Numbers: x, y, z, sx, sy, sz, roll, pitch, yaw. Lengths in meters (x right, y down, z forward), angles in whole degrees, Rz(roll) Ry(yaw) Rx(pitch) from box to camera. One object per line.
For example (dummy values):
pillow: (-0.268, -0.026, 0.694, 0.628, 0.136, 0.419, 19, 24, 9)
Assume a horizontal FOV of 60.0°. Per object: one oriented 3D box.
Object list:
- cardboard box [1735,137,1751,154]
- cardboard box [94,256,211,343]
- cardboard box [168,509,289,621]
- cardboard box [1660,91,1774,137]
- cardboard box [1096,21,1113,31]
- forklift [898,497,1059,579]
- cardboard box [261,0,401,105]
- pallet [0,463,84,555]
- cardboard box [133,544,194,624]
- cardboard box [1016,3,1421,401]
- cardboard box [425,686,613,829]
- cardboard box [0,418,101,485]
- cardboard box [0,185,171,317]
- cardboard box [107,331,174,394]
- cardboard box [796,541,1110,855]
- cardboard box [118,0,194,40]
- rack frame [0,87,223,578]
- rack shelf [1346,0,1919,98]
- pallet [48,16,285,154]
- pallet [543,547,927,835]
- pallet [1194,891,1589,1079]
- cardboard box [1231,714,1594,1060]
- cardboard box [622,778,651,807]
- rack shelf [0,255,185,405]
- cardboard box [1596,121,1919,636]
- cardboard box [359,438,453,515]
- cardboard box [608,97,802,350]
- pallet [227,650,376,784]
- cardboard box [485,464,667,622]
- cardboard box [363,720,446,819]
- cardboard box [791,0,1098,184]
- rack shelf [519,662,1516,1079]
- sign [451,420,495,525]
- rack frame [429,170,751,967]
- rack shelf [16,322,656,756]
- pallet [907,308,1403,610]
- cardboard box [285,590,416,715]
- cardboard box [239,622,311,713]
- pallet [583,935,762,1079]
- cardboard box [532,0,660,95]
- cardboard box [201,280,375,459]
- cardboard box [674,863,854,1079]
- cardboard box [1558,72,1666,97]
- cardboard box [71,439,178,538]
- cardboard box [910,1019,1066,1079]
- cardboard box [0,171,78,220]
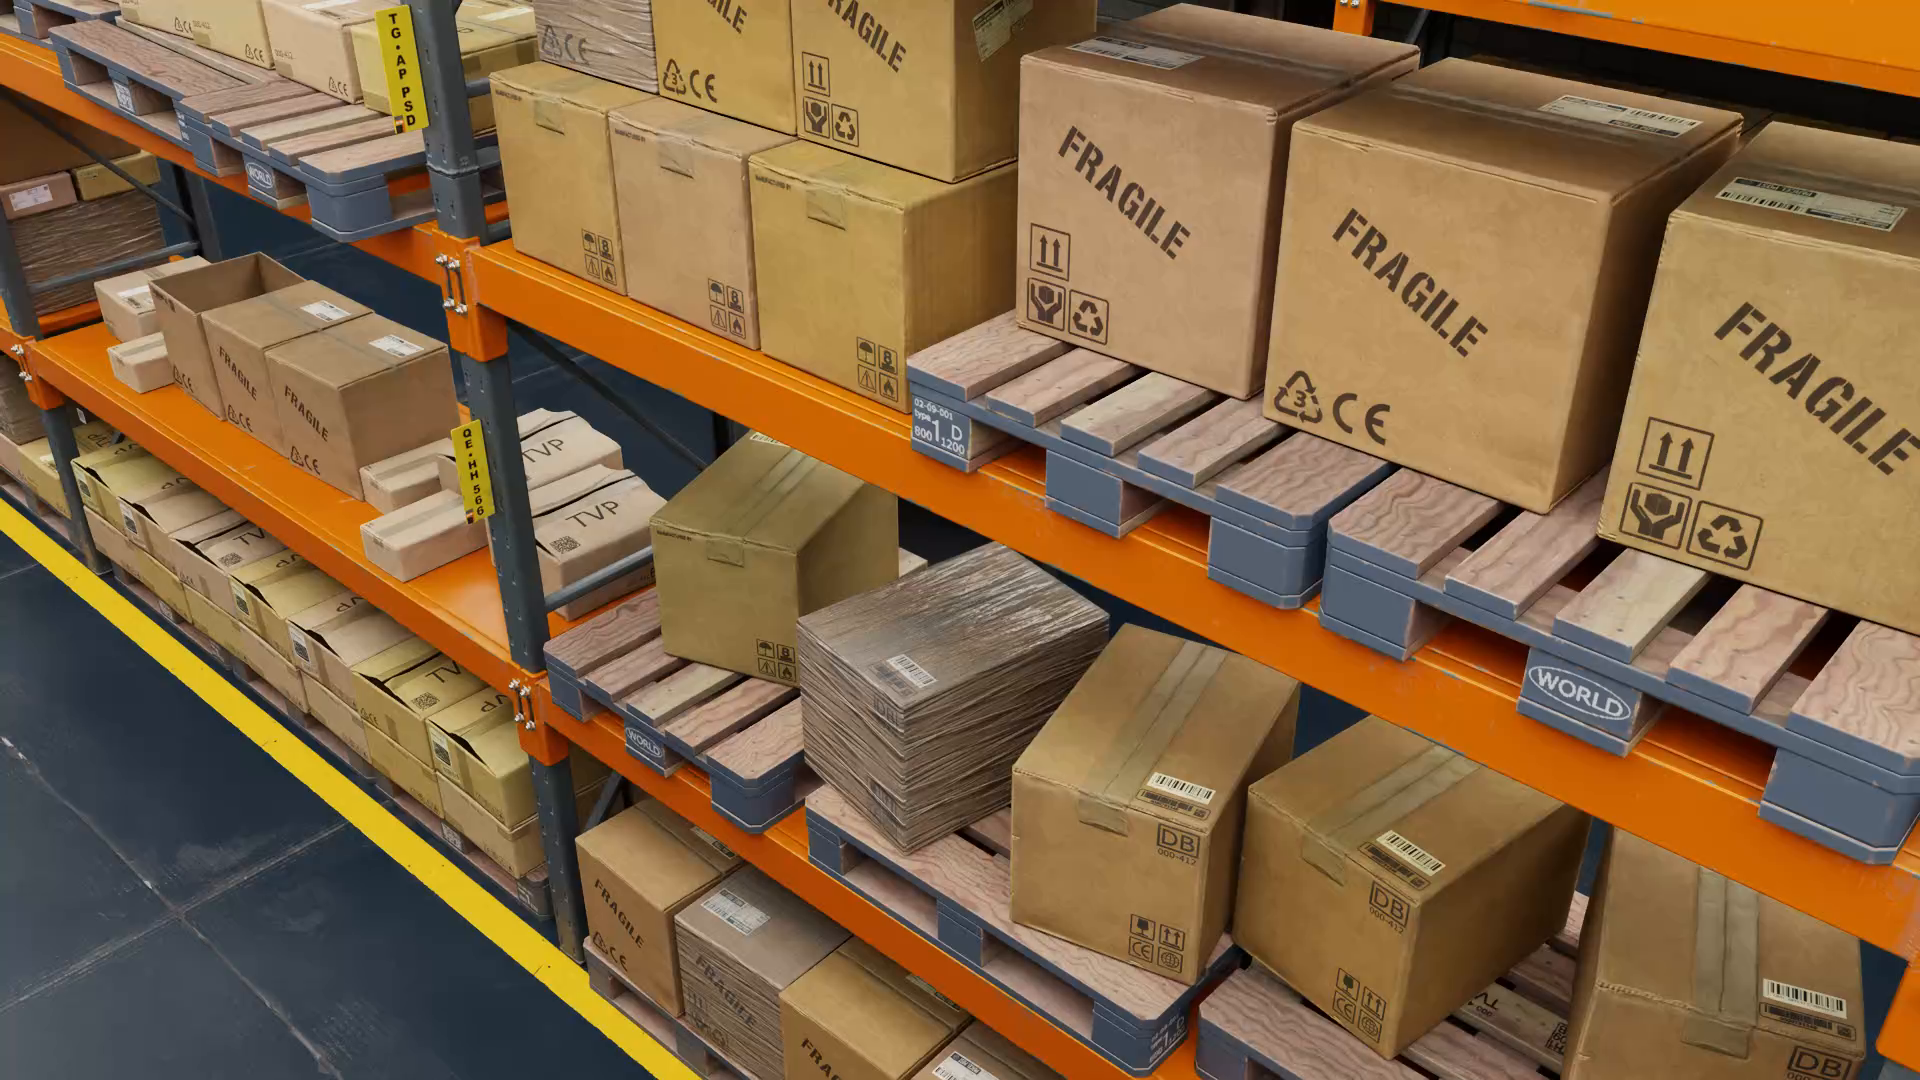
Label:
cardboard box: (3.530, -1.531, 7.252, 0.500, 0.250, 0.500, 24, 39, 34)
cardboard box: (-3.681, -1.089, 7.795, 0.500, 0.250, 0.500, -27, 40, -37)
cardboard box: (-3.184, 0.043, 7.485, 0.500, 0.311, 0.500, 24, 38, 34)
cardboard box: (3.481, -1.901, 7.867, 0.500, 0.250, 0.500, 24, 38, 34)
cardboard box: (0.519, -2.832, 10.023, 0.700, 0.500, 0.500, -23, 38, -33)
forklift: (-0.105, -0.905, 7.411, 1.130, 2.935, 3.031, 4, 31, 7)
cardboard box: (-1.885, -1.633, 5.384, 0.500, 0.250, 0.500, 26, 40, 36)
pallet: (-4.637, -0.403, 9.215, 1.213, 0.211, 1.003, 25, 39, 35)
cardboard box: (-3.565, 0.103, 7.929, 0.500, 0.250, 0.500, 26, 40, 36)
cardboard box: (0.541, -0.752, 3.581, 0.600, 0.600, 0.600, 23, 38, 33)
cardboard box: (-1.664, 0.748, 6.313, 0.500, 0.311, 0.500, 26, 40, 36)
cardboard box: (-4.930, -0.562, 9.034, 0.500, 0.250, 0.500, 25, 39, 35)
cardboard box: (-4.409, -1.501, 8.237, 0.500, 0.500, 0.700, 24, 38, 34)
cardboard box: (-3.556, -0.814, 7.438, 0.250, 0.149, 0.380, 25, 39, 35)
cardboard box: (-0.017, 0.419, 4.641, 0.700, 0.500, 0.500, -21, 37, -31)
cardboard box: (-2.699, -2.022, 6.031, 0.500, 0.250, 0.500, 21, 37, 31)
rack frame: (-4.076, -1.307, 8.012, 0.127, 3.000, 1.000, 25, 39, 35)
rack shelf: (3.694, -2.103, 7.123, 4.000, 0.370, 1.077, 25, 39, 35)
pallet: (-2.504, -1.713, 5.962, 1.213, 0.211, 1.003, 27, 40, 37)
pallet: (-0.560, 0.368, 5.417, 1.003, 0.211, 1.213, 25, 39, 35)
pallet: (1.336, 1.226, 3.991, 1.213, 0.211, 1.003, 25, 39, 35)
cardboard box: (1.102, 0.776, 4.048, 0.700, 0.500, 0.500, -22, 38, -32)
cardboard box: (-1.301, 0.782, 6.801, 0.500, 0.250, 0.500, 25, 39, 35)
rack shelf: (-5.559, -1.691, 9.347, 4.000, 0.370, 1.077, 25, 39, 35)
cardboard box: (1.532, -0.291, 2.816, 0.600, 0.600, 0.600, 21, 37, 31)
cardboard box: (-2.093, -0.234, 6.475, 0.380, 0.149, 0.250, -26, 40, -36)
cardboard box: (-0.386, -0.936, 4.390, 0.500, 0.500, 0.910, 25, 39, 35)
pallet: (-2.595, 0.550, 7.631, 1.213, 0.211, 1.003, 25, 39, 35)
cardboard box: (-1.350, -0.027, 5.972, 0.500, 0.311, 0.500, -27, 40, -37)
cardboard box: (-2.048, 0.810, 6.755, 0.500, 0.250, 0.500, 25, 39, 35)
cardboard box: (-0.035, -1.172, 3.814, 0.500, 0.500, 0.500, 25, 39, 35)
rack shelf: (0.373, 1.078, 4.748, 4.000, 0.370, 1.077, 25, 39, 35)
sign: (-1.480, -0.205, 5.059, 0.005, 0.325, 0.100, 25, 39, 35)
rack frame: (-1.110, 0.078, 5.712, 0.127, 3.000, 1.000, 25, 39, 35)
rack shelf: (-2.593, -0.306, 7.048, 4.000, 0.370, 1.077, 25, 39, 35)
pallet: (0.648, -0.353, 3.701, 1.003, 0.211, 1.213, 25, 39, 35)
cardboard box: (-2.426, 0.395, 6.900, 0.500, 0.311, 0.500, 25, 39, 35)
cardboard box: (-2.802, 0.458, 7.340, 0.500, 0.250, 0.500, 26, 40, 36)
pallet: (-0.582, 1.545, 5.978, 1.213, 0.211, 1.003, 25, 39, 35)
cardboard box: (-0.791, -1.525, 4.400, 0.500, 0.500, 0.500, 25, 39, 35)
cardboard box: (-2.755, -0.722, 6.944, 0.500, 0.500, 0.500, 25, 39, 35)
cardboard box: (-0.572, 1.406, 5.503, 0.500, 0.500, 0.500, 23, 38, 33)
cardboard box: (3.103, -2.080, 8.164, 0.500, 0.250, 0.500, 24, 38, 34)
cardboard box: (-3.936, -0.310, 8.072, 0.500, 0.311, 0.500, 25, 39, 35)
cardboard box: (0.187, 1.760, 4.915, 0.500, 0.500, 0.500, 24, 38, 34)
cardboard box: (-4.421, -1.640, 7.839, 0.250, 0.149, 0.380, 25, 39, 35)
